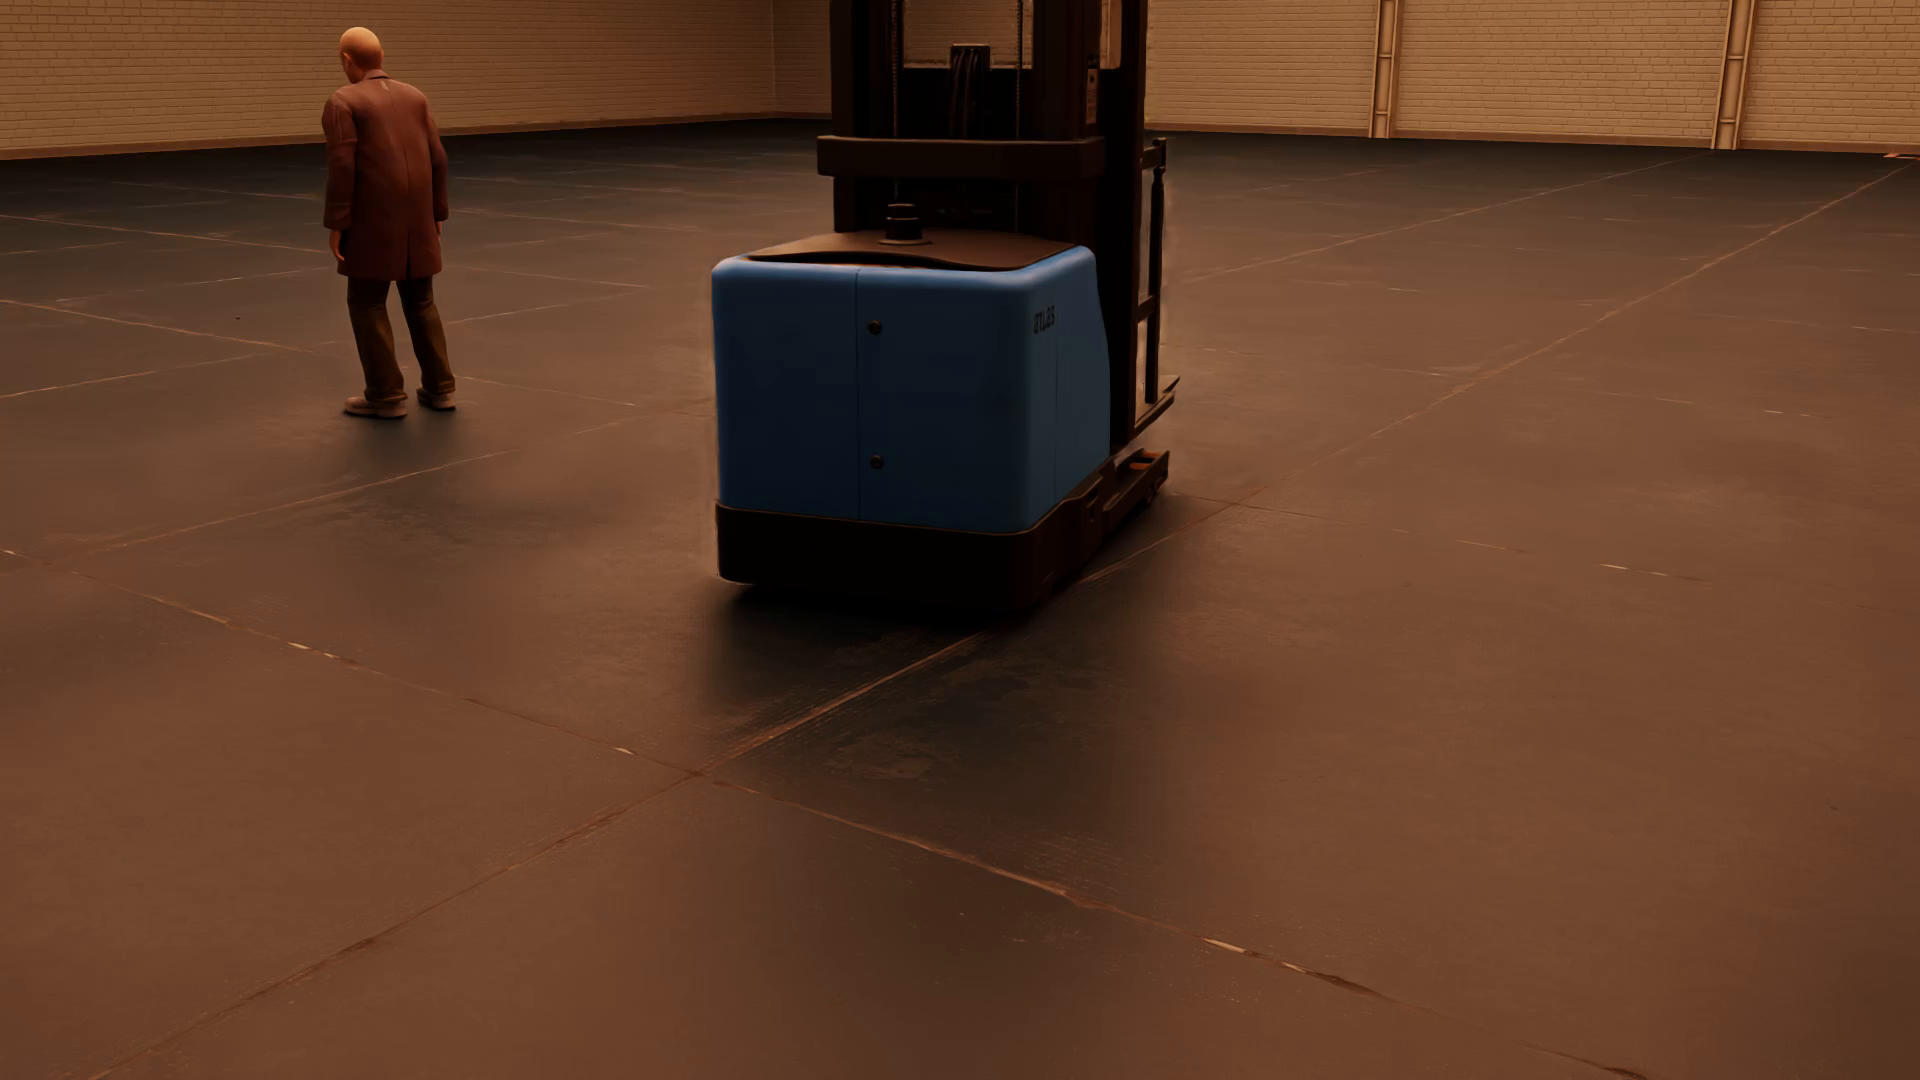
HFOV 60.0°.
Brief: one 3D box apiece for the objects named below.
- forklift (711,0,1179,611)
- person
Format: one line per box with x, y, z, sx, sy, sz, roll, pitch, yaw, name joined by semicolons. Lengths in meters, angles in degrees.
0.191;-1.572;6.088;1.130;2.935;3.031;6;18;18;forklift
-2.684;-1.472;7.780;0.436;1.774;0.644;13;21;37;person
